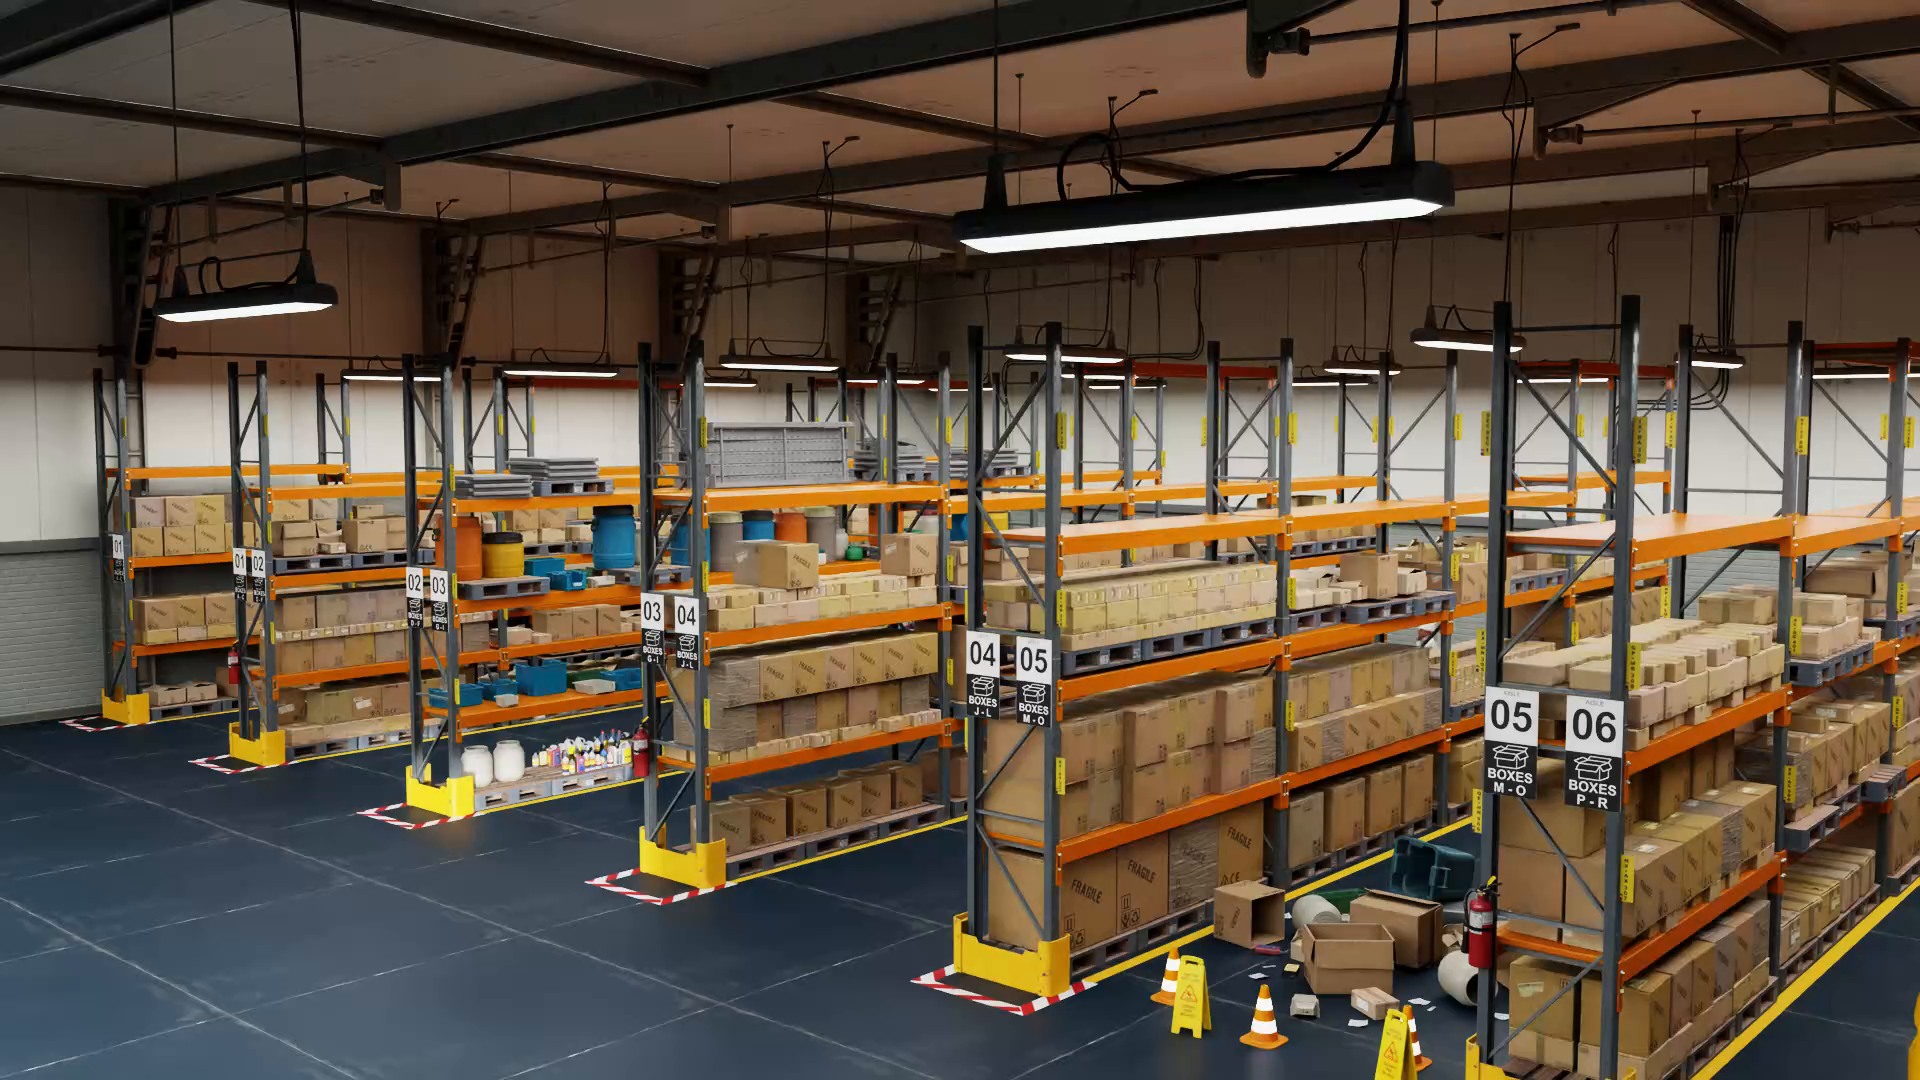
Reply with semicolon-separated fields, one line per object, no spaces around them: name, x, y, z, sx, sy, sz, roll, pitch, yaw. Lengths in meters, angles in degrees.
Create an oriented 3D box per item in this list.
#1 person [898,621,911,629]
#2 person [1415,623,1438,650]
person;-1.135;1.902;32.169;0.728;1.651;0.884;3;5;39
person;7.861;2.241;28.117;0.489;1.731;1.066;3;5;37
